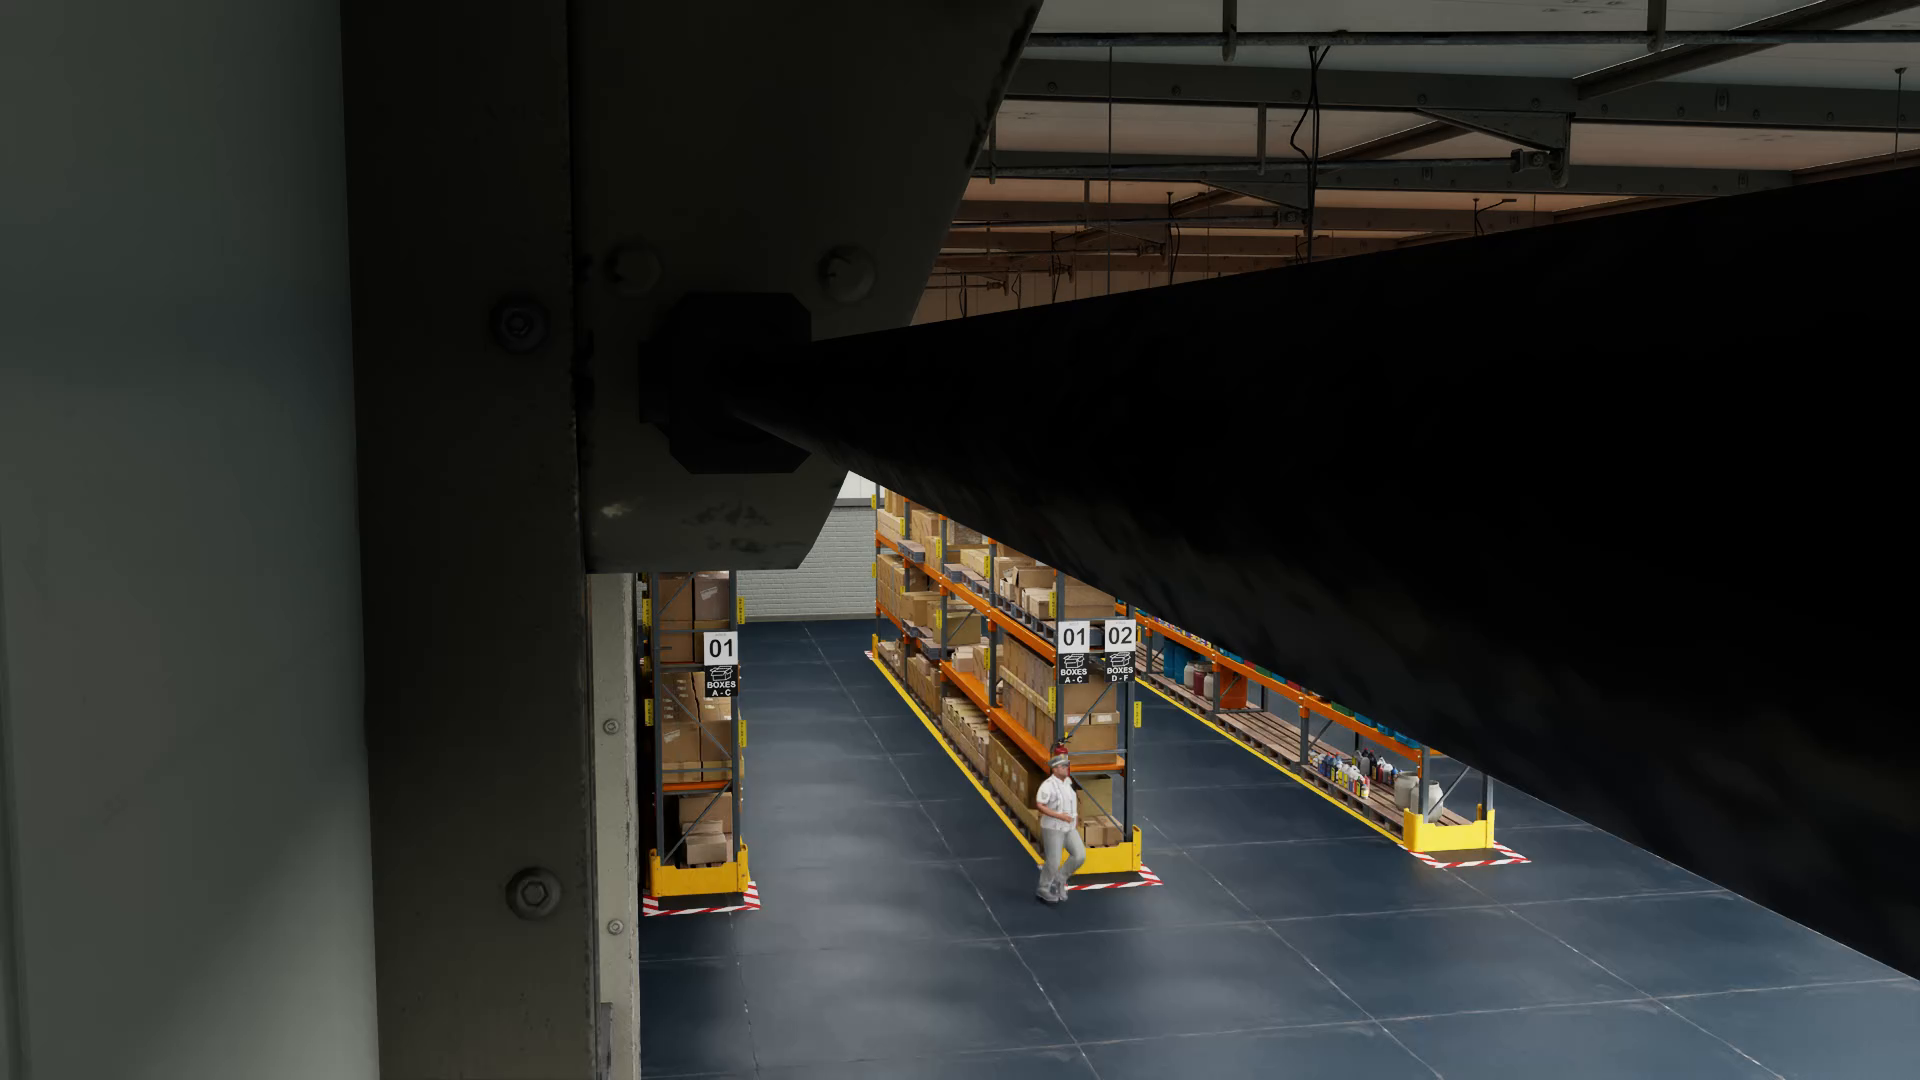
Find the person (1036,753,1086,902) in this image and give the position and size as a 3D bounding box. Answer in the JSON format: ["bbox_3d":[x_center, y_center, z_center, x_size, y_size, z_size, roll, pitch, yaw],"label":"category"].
[{"bbox_3d":[1.221,3.427,19.807,0.569,1.778,0.679,6,8,44],"label":"person"}]

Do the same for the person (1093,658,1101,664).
[{"bbox_3d":[2.375,2.418,30.695,0.538,1.557,0.549,-3,7,-27],"label":"person"}]
